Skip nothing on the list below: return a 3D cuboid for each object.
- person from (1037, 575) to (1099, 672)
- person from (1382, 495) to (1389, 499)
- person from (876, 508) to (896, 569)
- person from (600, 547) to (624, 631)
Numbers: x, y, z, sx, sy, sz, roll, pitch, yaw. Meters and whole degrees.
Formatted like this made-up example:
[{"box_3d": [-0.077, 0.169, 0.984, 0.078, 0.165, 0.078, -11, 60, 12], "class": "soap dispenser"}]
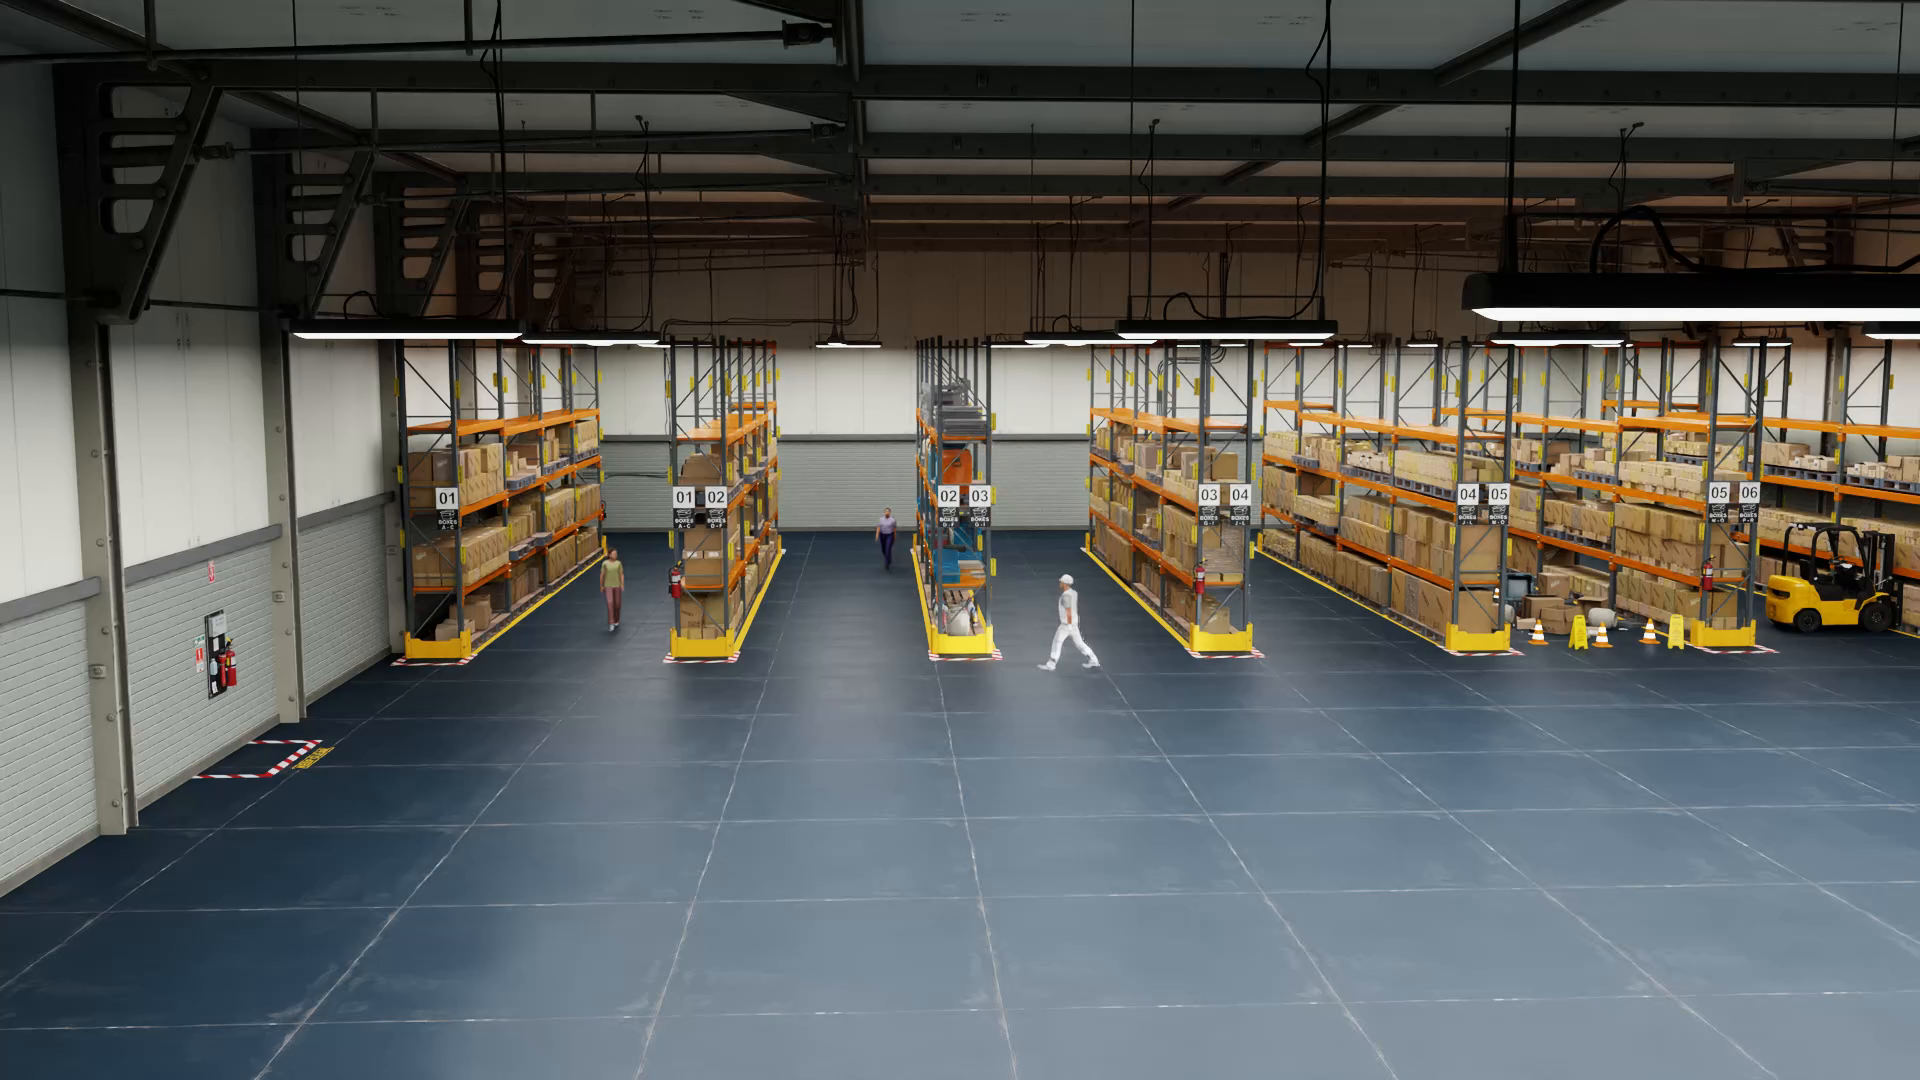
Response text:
[{"box_3d": [1.935, 1.489, 29.679, 1.087, 1.743, 0.552, 1, 7, 9], "class": "person"}, {"box_3d": [12.094, -0.456, 47.208, 0.854, 1.647, 0.426, 5, 8, 36], "class": "person"}, {"box_3d": [-1.933, -0.064, 43.811, 0.474, 1.596, 1.005, 2, 7, 19], "class": "person"}, {"box_3d": [-7.156, 1.004, 34.426, 0.472, 1.663, 0.762, -3, 7, -25], "class": "person"}]
